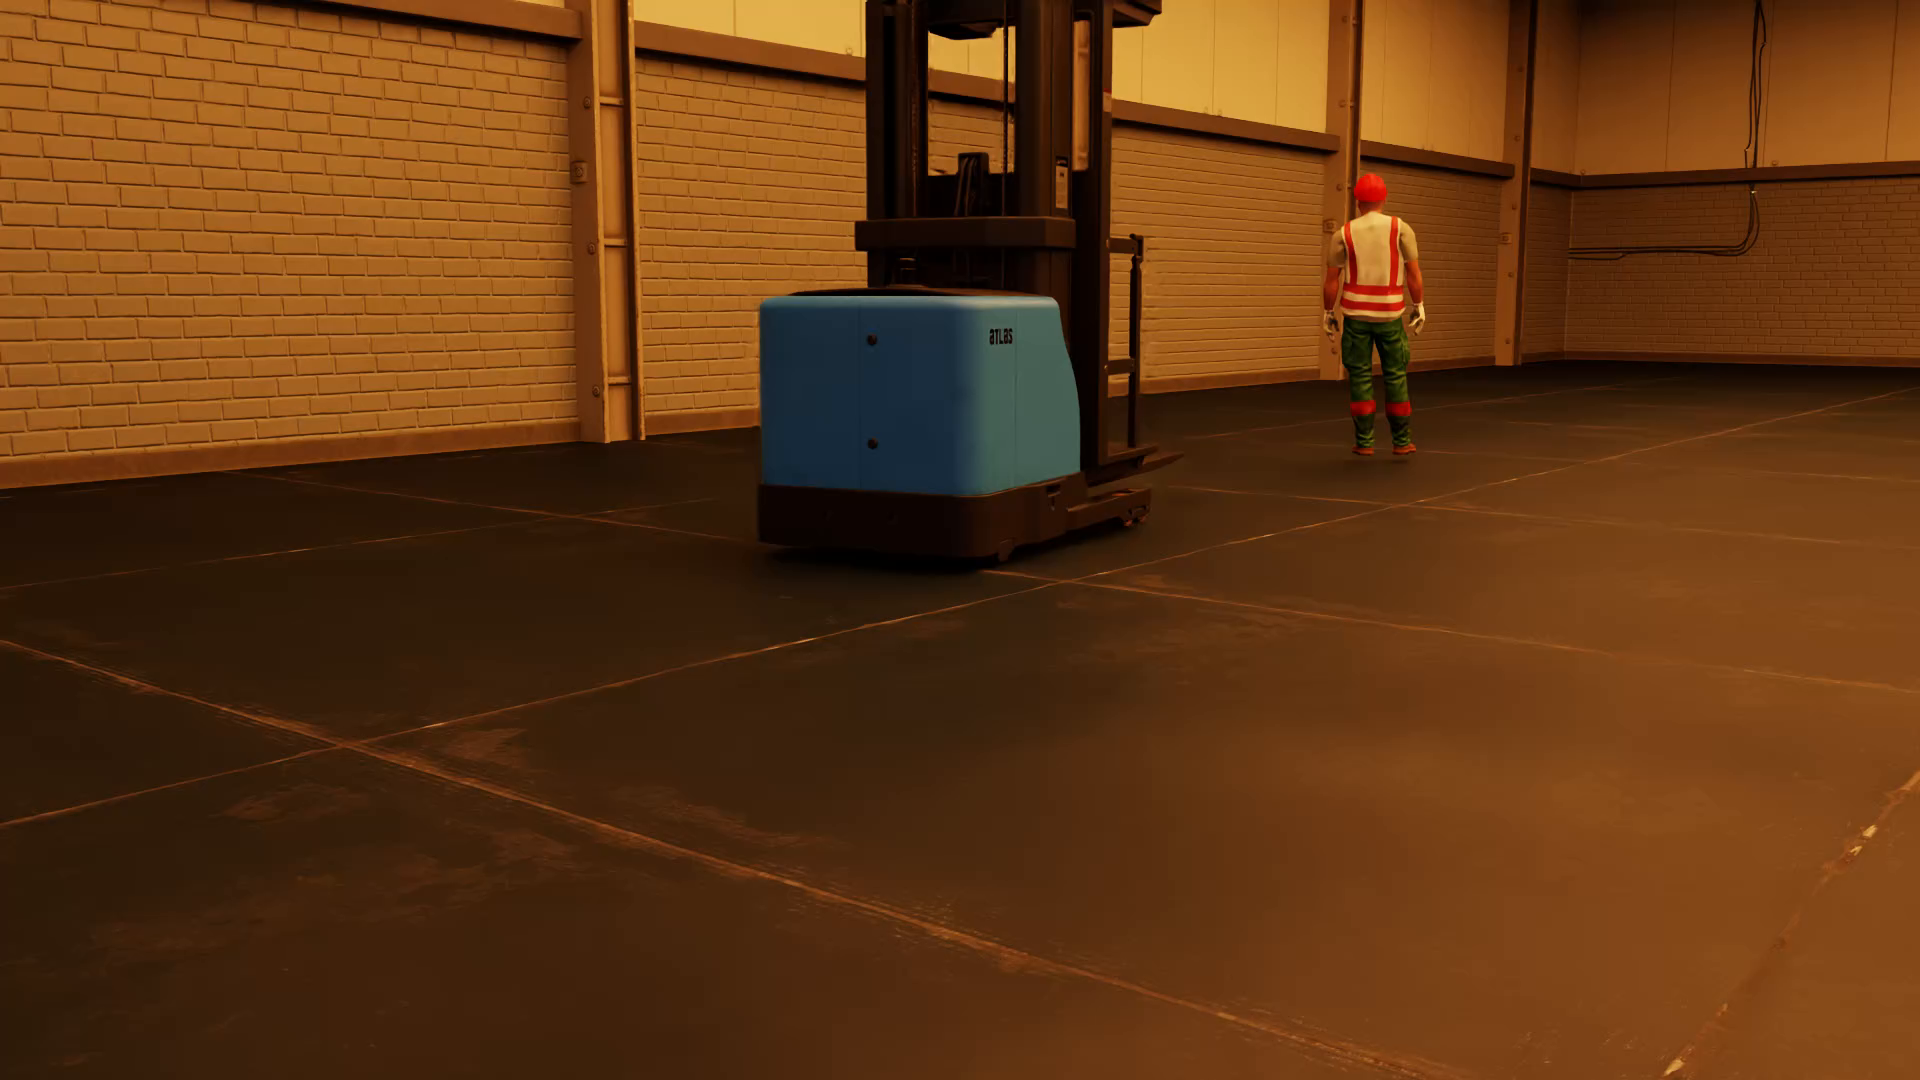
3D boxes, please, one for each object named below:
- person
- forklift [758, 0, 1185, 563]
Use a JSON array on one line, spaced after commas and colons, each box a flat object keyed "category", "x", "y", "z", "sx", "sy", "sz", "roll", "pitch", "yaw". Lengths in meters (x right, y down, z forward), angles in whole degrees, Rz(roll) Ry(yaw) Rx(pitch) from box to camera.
[{"category": "person", "x": 2.666, "y": -1.443, "z": 10.719, "sx": 0.637, "sy": 1.787, "sz": 0.561, "roll": 2, "pitch": 9, "yaw": 14}, {"category": "forklift", "x": 0.269, "y": -1.535, "z": 7.770, "sx": 1.130, "sy": 2.935, "sz": 3.031, "roll": 4, "pitch": 9, "yaw": 26}]
